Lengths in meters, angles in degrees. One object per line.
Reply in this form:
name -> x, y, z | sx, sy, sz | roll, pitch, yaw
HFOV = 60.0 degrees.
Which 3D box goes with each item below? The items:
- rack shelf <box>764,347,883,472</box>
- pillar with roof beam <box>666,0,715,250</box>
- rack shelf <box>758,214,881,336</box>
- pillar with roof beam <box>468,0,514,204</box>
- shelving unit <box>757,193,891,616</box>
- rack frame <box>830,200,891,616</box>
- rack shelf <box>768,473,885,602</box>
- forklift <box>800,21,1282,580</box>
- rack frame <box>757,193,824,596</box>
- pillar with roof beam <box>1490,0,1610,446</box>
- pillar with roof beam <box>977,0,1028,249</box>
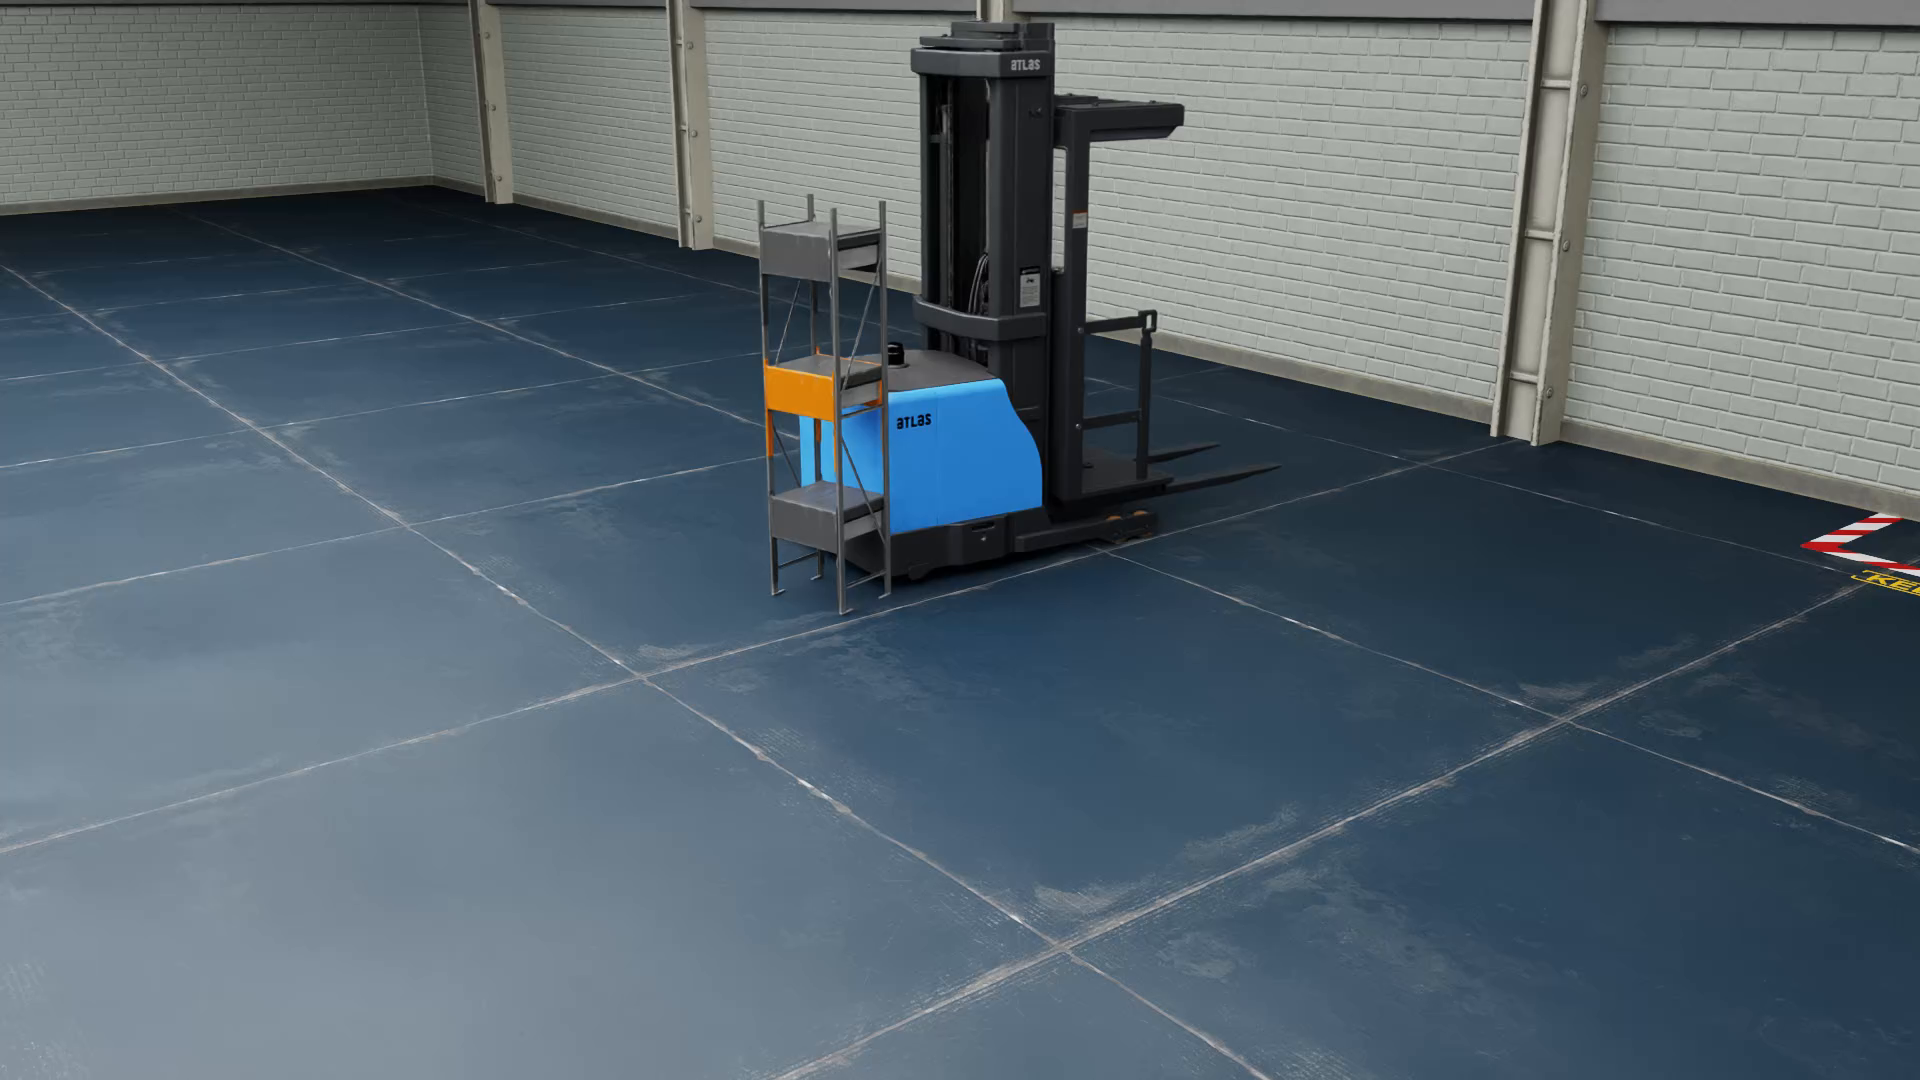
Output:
rack shelf -> -0.692, -0.685, 8.635 | 0.480, 0.518, 0.431 | 14, 23, 36
pillar with roof beam -> -6.703, -7.138, 17.102 | 9.100, 9.000, 0.400 | -14, 23, -36
rack shelf -> -0.692, -1.350, 8.415 | 0.480, 0.518, 0.431 | 14, 23, 36
pillar with roof beam -> -10.429, -8.616, 21.567 | 9.100, 9.000, 0.400 | -14, 23, -36
shelving unit -> -0.692, -0.698, 8.631 | 0.503, 2.100, 0.431 | 14, 23, 36
rack frame -> -0.500, -0.651, 8.489 | 0.015, 2.100, 0.400 | 14, 23, 36
rack shelf -> -0.692, -0.021, 8.855 | 0.480, 0.518, 0.431 | 14, 23, 36
forklift -> 0.588, -1.498, 9.723 | 3.031, 2.935, 1.130 | -11, 21, -30
rack frame -> -0.885, -0.745, 8.773 | 0.015, 2.100, 0.400 | 14, 23, 36
pillar with roof beam -> 0.747, -4.181, 8.172 | 9.100, 9.000, 0.400 | -14, 23, -36
pillar with roof beam -> -2.978, -5.659, 12.637 | 9.100, 9.000, 0.400 | -14, 23, -36
